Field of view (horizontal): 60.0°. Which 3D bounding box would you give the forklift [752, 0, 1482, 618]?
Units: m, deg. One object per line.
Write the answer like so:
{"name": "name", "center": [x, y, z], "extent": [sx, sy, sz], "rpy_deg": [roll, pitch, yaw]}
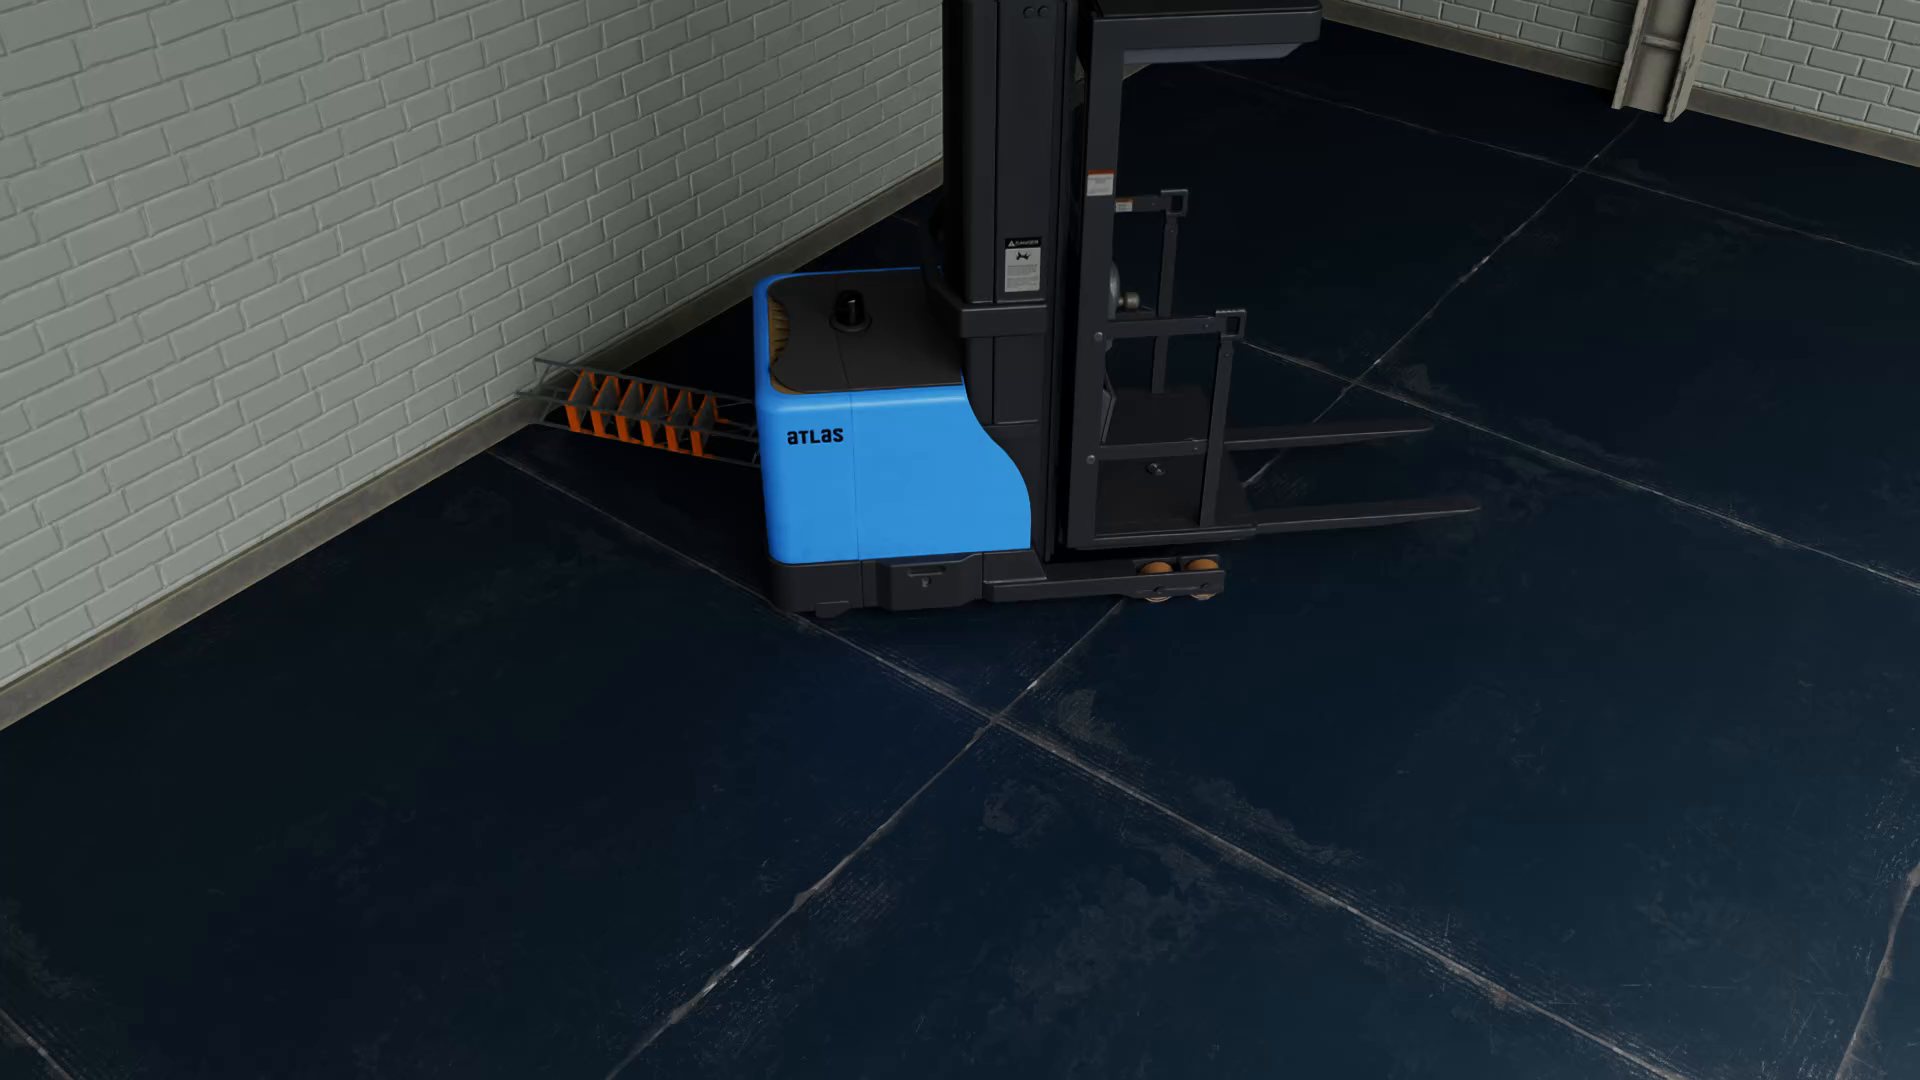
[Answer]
{"name": "forklift", "center": [0.678, -1.167, 6.471], "extent": [3.031, 2.797, 1.129], "rpy_deg": [-4, 38, -5]}

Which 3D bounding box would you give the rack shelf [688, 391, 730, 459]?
{"name": "rack shelf", "center": [-1.158, -0.532, 7.683], "extent": [0.103, 0.180, 0.258], "rpy_deg": [12, 53, 7]}

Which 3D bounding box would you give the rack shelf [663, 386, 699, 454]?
{"name": "rack shelf", "center": [-1.275, -0.556, 7.697], "extent": [0.103, 0.180, 0.258], "rpy_deg": [12, 53, 7]}

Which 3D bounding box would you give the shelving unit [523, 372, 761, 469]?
{"name": "shelving unit", "center": [-1.435, -0.587, 7.719], "extent": [1.200, 0.184, 0.258], "rpy_deg": [12, 53, 7]}

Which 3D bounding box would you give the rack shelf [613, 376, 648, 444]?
{"name": "rack shelf", "center": [-1.509, -0.603, 7.726], "extent": [0.103, 0.180, 0.258], "rpy_deg": [12, 53, 7]}

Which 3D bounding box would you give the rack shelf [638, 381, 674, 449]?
{"name": "rack shelf", "center": [-1.392, -0.579, 7.712], "extent": [0.103, 0.180, 0.258], "rpy_deg": [12, 53, 7]}

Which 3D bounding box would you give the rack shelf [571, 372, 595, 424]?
{"name": "rack shelf", "center": [-1.762, -0.655, 7.757], "extent": [0.020, 0.166, 0.199], "rpy_deg": [12, 53, 7]}

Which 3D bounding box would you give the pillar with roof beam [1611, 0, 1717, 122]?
{"name": "pillar with roof beam", "center": [1.884, -4.262, 5.394], "extent": [0.400, 9.000, 9.100], "rpy_deg": [25, 45, 29]}

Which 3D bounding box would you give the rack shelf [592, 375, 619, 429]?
{"name": "rack shelf", "center": [-1.652, -0.632, 7.744], "extent": [0.034, 0.171, 0.221], "rpy_deg": [12, 53, 7]}

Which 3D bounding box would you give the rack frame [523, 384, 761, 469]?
{"name": "rack frame", "center": [-1.438, -0.533, 7.790], "extent": [1.200, 0.006, 0.240], "rpy_deg": [12, 53, 7]}
